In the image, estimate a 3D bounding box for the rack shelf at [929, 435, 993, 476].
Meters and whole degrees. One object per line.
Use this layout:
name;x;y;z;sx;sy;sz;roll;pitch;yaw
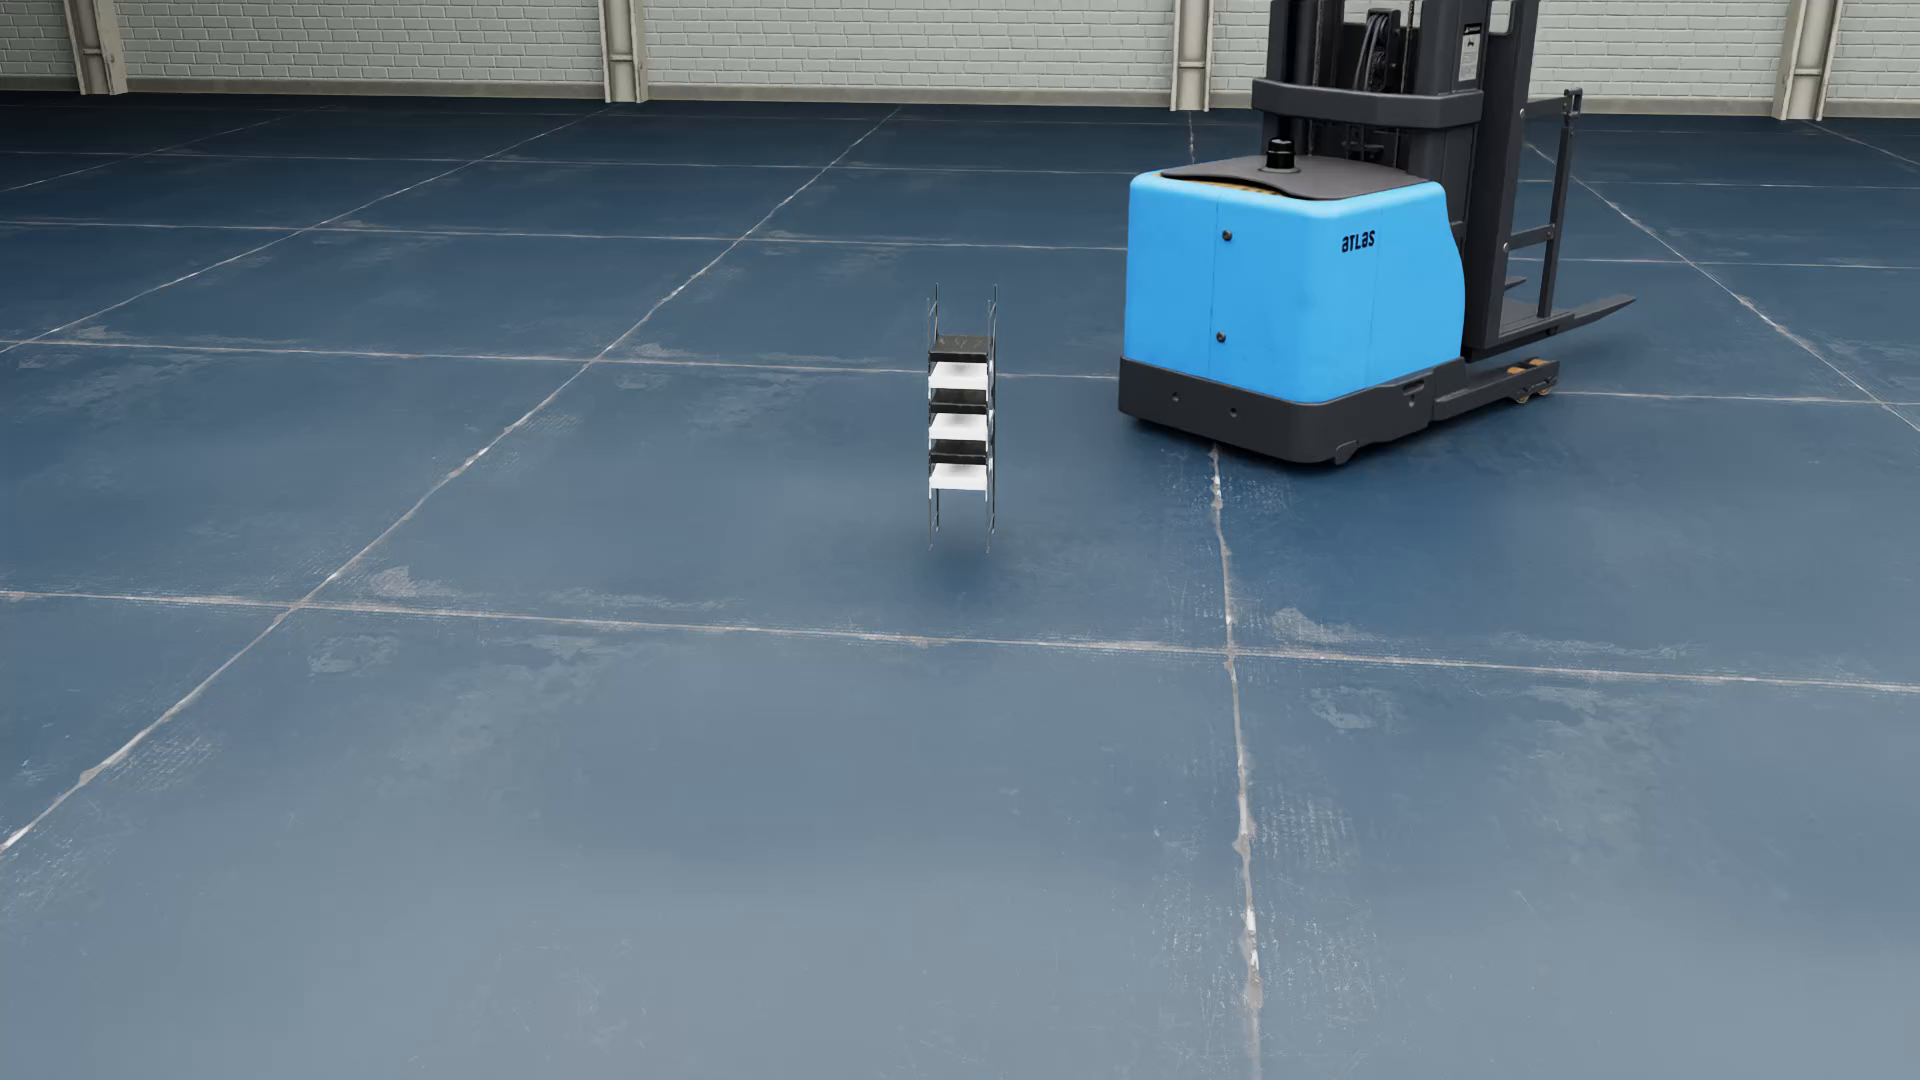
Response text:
rack shelf;0.008;-0.303;5.819;0.200;0.077;0.258;2;22;6

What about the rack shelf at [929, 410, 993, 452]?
rack shelf;0.008;-0.387;5.786;0.200;0.077;0.258;2;22;6

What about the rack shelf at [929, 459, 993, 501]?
rack shelf;0.008;-0.220;5.852;0.200;0.077;0.258;2;22;6

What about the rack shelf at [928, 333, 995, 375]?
rack shelf;0.008;-0.638;5.686;0.200;0.077;0.258;2;22;6

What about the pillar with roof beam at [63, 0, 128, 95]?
pillar with roof beam;-10.046;-7.601;12.926;0.400;9.000;9.100;2;22;6

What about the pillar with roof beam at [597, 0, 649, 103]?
pillar with roof beam;-4.087;-7.341;12.269;0.400;9.000;9.100;2;22;6

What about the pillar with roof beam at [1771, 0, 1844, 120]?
pillar with roof beam;7.829;-6.822;10.956;0.400;9.000;9.100;2;22;6

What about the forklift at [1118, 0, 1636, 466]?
forklift;2.104;-2.100;7.265;3.031;2.935;1.130;-19;28;-39

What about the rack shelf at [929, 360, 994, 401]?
rack shelf;0.008;-0.555;5.720;0.200;0.077;0.258;2;22;6

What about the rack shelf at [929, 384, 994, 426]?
rack shelf;0.008;-0.471;5.753;0.200;0.077;0.258;2;22;6

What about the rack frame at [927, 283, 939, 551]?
rack frame;-0.093;-0.423;5.785;0.006;0.900;0.240;2;22;6

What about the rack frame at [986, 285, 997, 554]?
rack frame;0.109;-0.414;5.762;0.006;0.900;0.240;2;22;6

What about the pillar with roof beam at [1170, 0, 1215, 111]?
pillar with roof beam;1.871;-7.082;11.613;0.400;9.000;9.100;2;22;6

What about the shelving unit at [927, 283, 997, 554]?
shelving unit;0.008;-0.418;5.773;0.210;0.900;0.258;2;22;6
